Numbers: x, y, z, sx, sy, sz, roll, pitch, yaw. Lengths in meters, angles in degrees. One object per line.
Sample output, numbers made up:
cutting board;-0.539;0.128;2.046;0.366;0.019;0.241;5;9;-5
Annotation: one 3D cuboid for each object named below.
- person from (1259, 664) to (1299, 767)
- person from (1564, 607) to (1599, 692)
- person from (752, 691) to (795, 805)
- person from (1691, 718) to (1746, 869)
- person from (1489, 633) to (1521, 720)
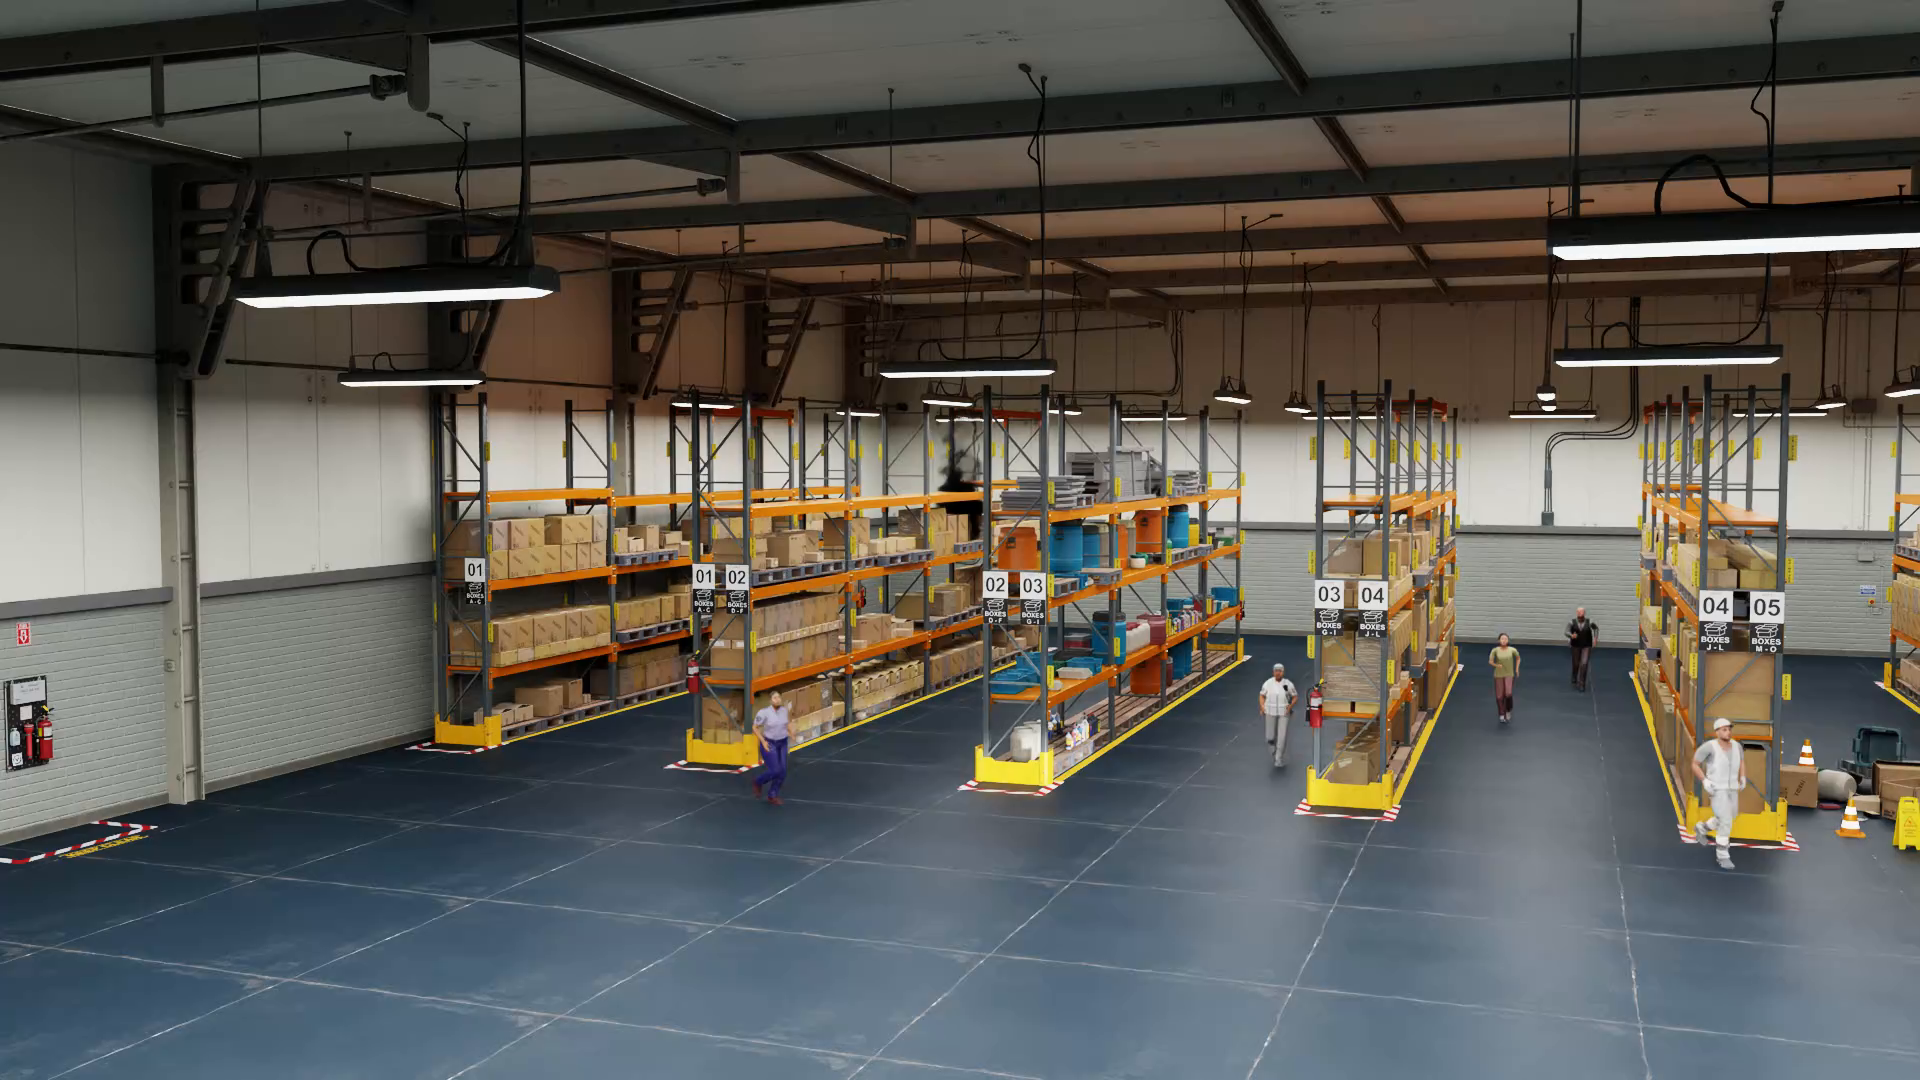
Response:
person;5.093;2.782;26.587;0.619;1.624;0.558;1;3;14
person;13.080;2.278;35.009;0.668;1.744;0.968;1;3;24
person;-2.624;2.955;23.647;0.597;1.601;0.581;-3;4;-42
person;9.241;3.045;20.284;0.669;1.792;0.783;-1;3;-12
person;10.050;2.534;30.705;0.558;1.634;0.606;1;3;20
